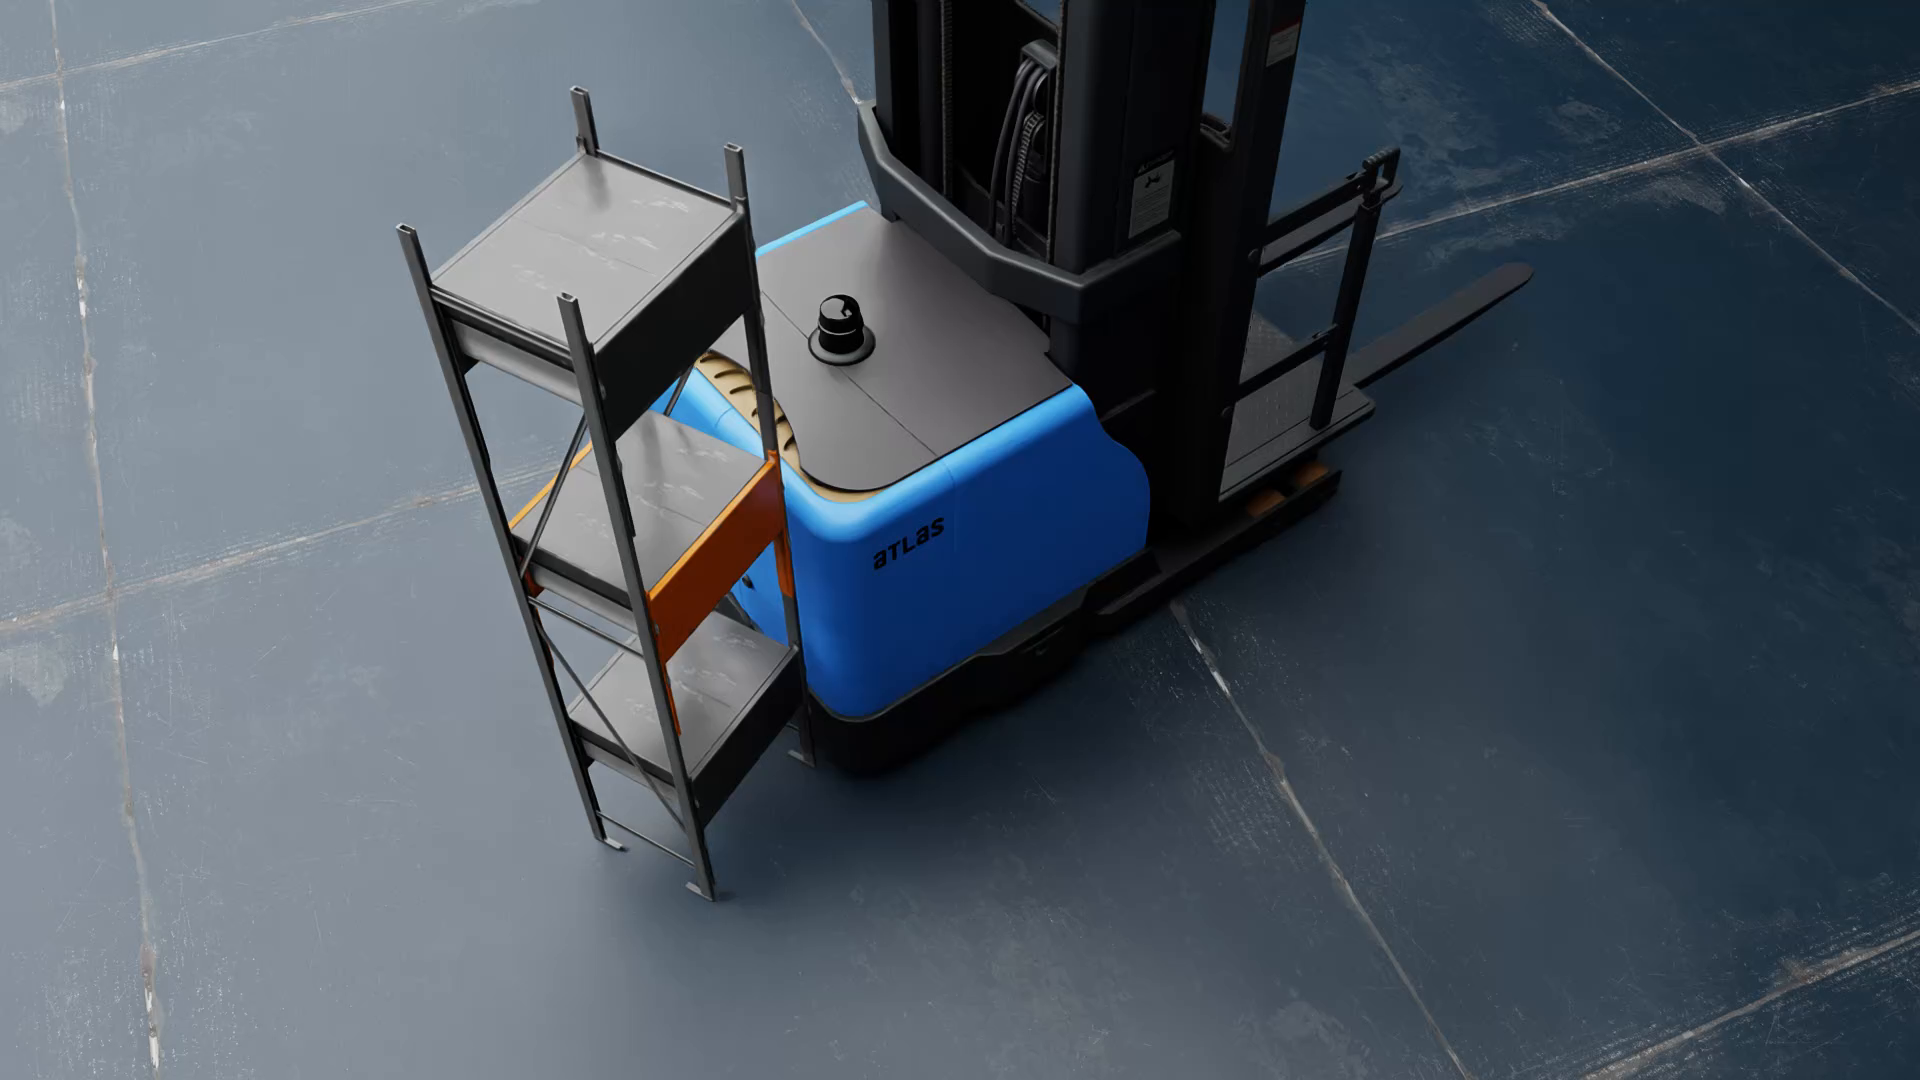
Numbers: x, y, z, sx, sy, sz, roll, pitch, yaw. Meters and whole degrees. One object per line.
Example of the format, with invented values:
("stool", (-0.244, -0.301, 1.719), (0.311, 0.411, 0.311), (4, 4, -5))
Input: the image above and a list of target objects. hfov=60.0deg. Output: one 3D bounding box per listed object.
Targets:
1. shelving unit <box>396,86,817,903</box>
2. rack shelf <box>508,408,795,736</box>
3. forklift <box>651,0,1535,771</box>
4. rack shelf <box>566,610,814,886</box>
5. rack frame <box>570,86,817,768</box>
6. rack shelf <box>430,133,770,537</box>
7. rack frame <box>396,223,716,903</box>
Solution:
("shelving unit", (-0.705, 0.039, 3.832), (0.431, 2.100, 0.503), (24, 53, 19))
("rack shelf", (-0.705, 0.048, 3.842), (0.431, 0.518, 0.480), (24, 53, 19))
("forklift", (0.588, -1.248, 4.390), (3.031, 2.935, 1.130), (-30, 56, -23))
("rack shelf", (-0.704, 0.505, 4.373), (0.431, 0.518, 0.480), (24, 53, 19))
("rack frame", (-0.582, -0.121, 3.969), (0.400, 2.100, 0.015), (24, 53, 19))
("rack shelf", (-0.706, -0.408, 3.311), (0.431, 0.518, 0.480), (24, 53, 19))
("rack frame", (-0.828, 0.199, 3.694), (0.400, 2.100, 0.015), (24, 53, 19))
